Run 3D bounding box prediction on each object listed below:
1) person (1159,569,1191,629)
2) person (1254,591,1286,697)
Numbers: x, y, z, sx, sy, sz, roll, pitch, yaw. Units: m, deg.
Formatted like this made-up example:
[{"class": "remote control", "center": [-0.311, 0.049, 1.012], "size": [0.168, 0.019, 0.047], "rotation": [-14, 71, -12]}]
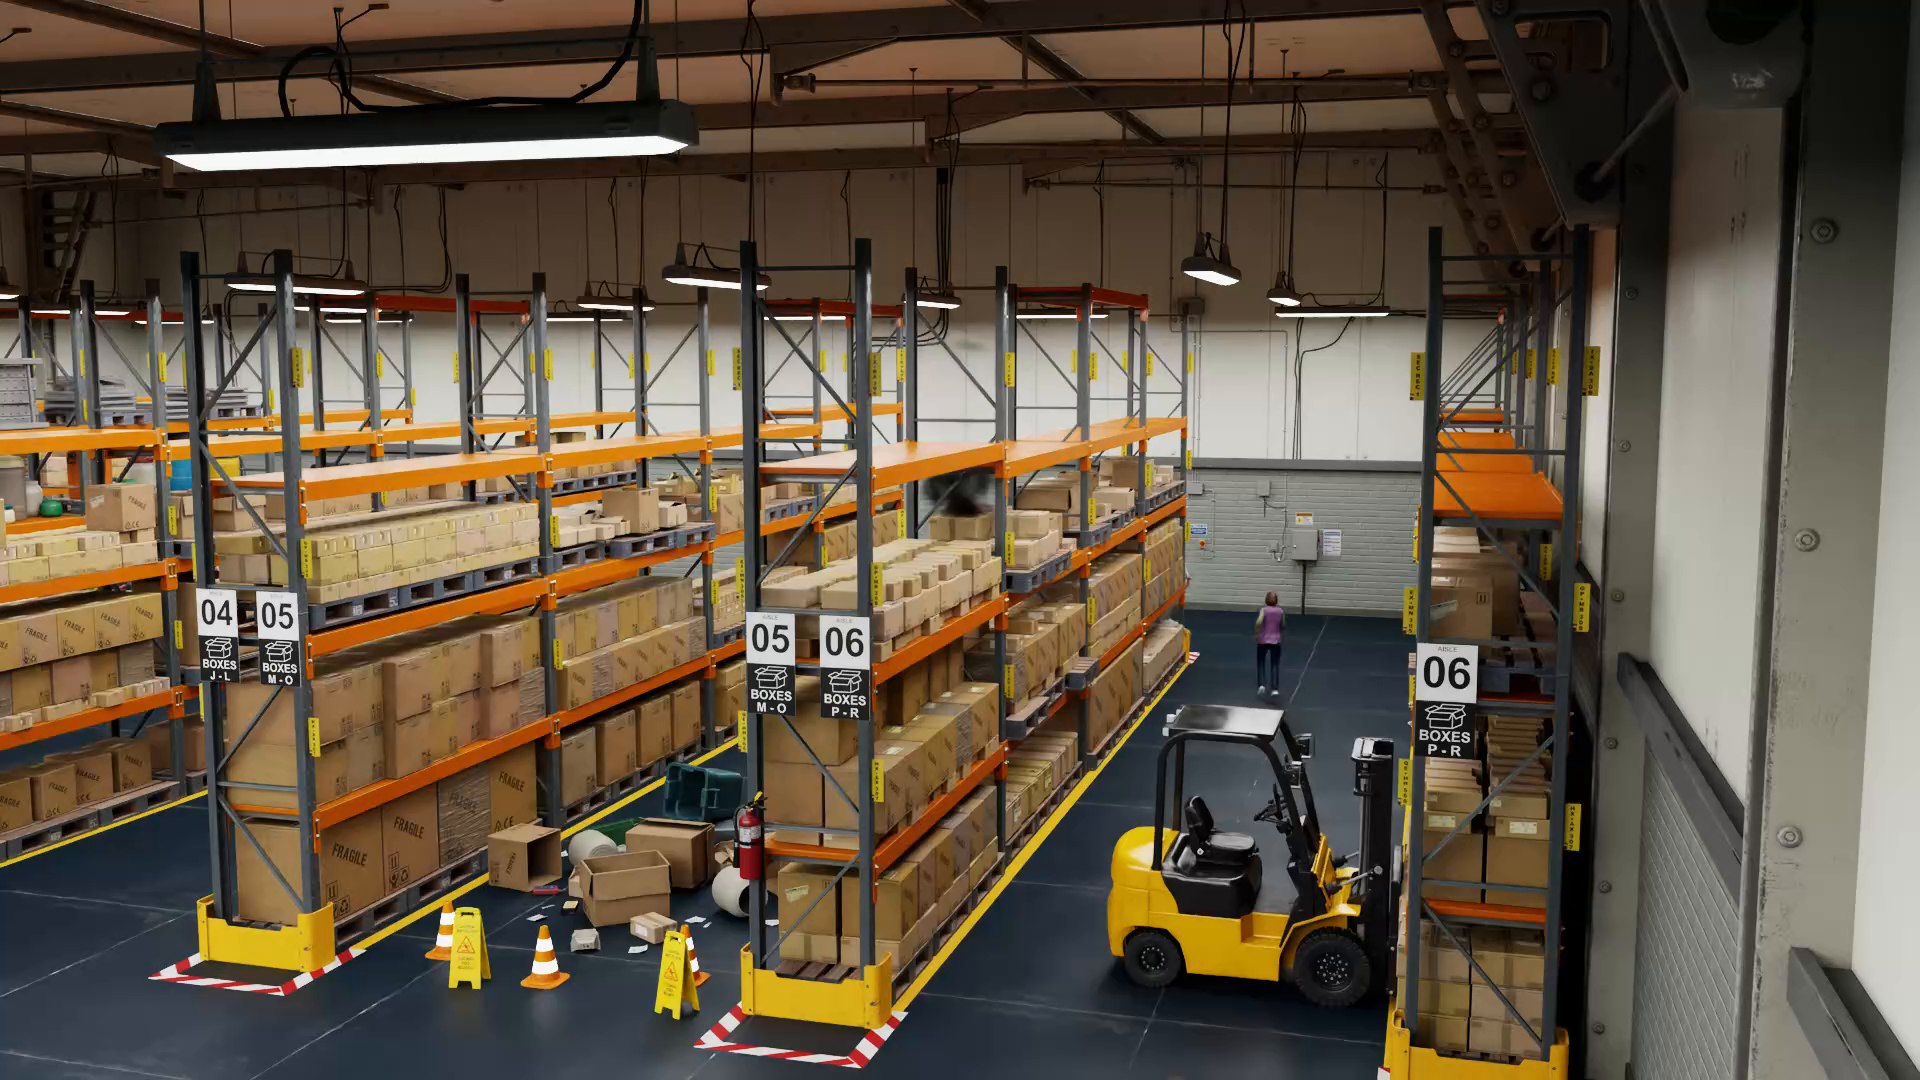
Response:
[{"class": "person", "center": [3.695, 1.038, 29.298], "size": [0.729, 1.759, 0.709], "rotation": [6, 9, 44]}, {"class": "person", "center": [4.639, 1.580, 24.945], "size": [0.504, 1.638, 0.711], "rotation": [0, 6, 0]}]
